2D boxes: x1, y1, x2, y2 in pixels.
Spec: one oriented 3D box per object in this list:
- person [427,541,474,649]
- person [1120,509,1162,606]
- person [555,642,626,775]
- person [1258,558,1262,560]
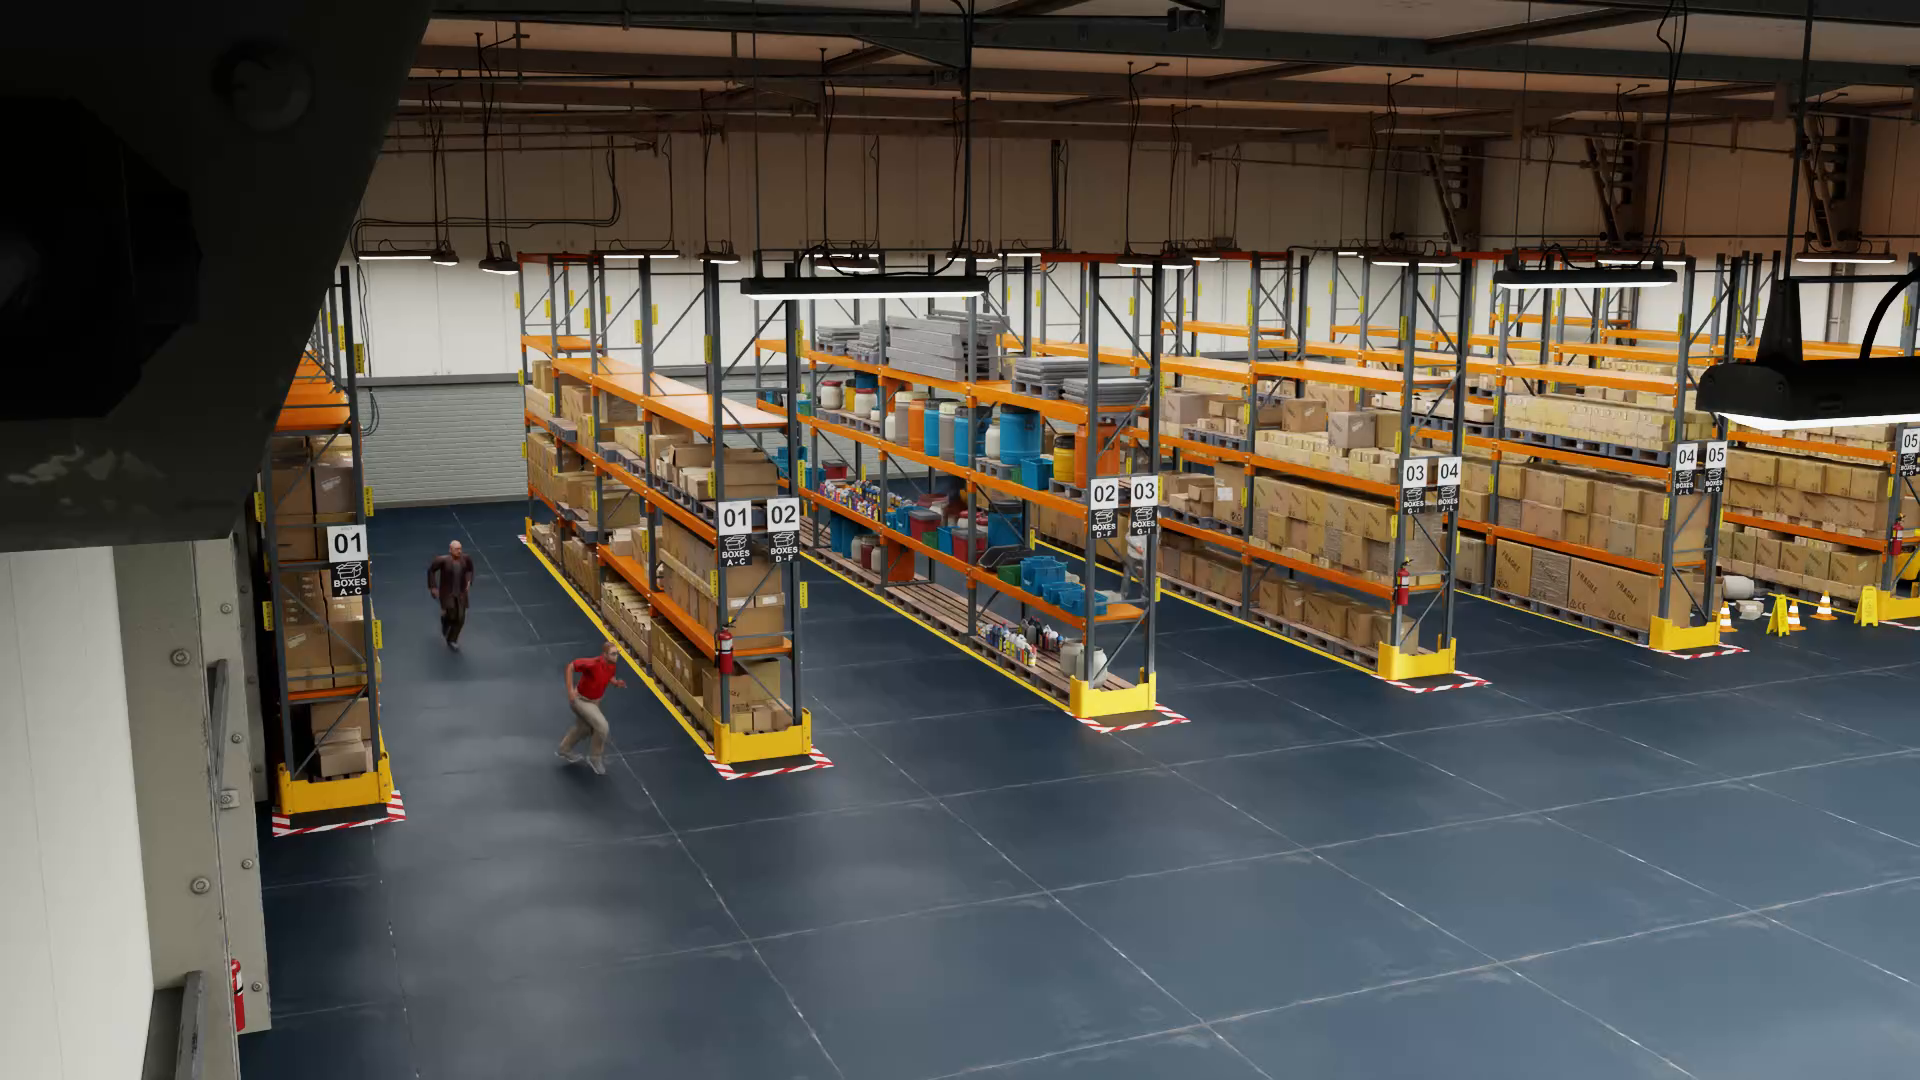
[{"bbox_3d":[-7.865,0.921,25.793,0.696,1.524,0.744,-9,14,-40],"label":"person"},{"bbox_3d":[2.996,0.276,27.473,0.733,1.690,0.780,-1,10,-7],"label":"person"},{"bbox_3d":[-4.447,2.004,19.802,1.018,1.676,0.710,4,11,22],"label":"person"},{"bbox_3d":[6.039,-0.360,32.655,0.527,1.530,0.728,-2,11,-12],"label":"person"}]
